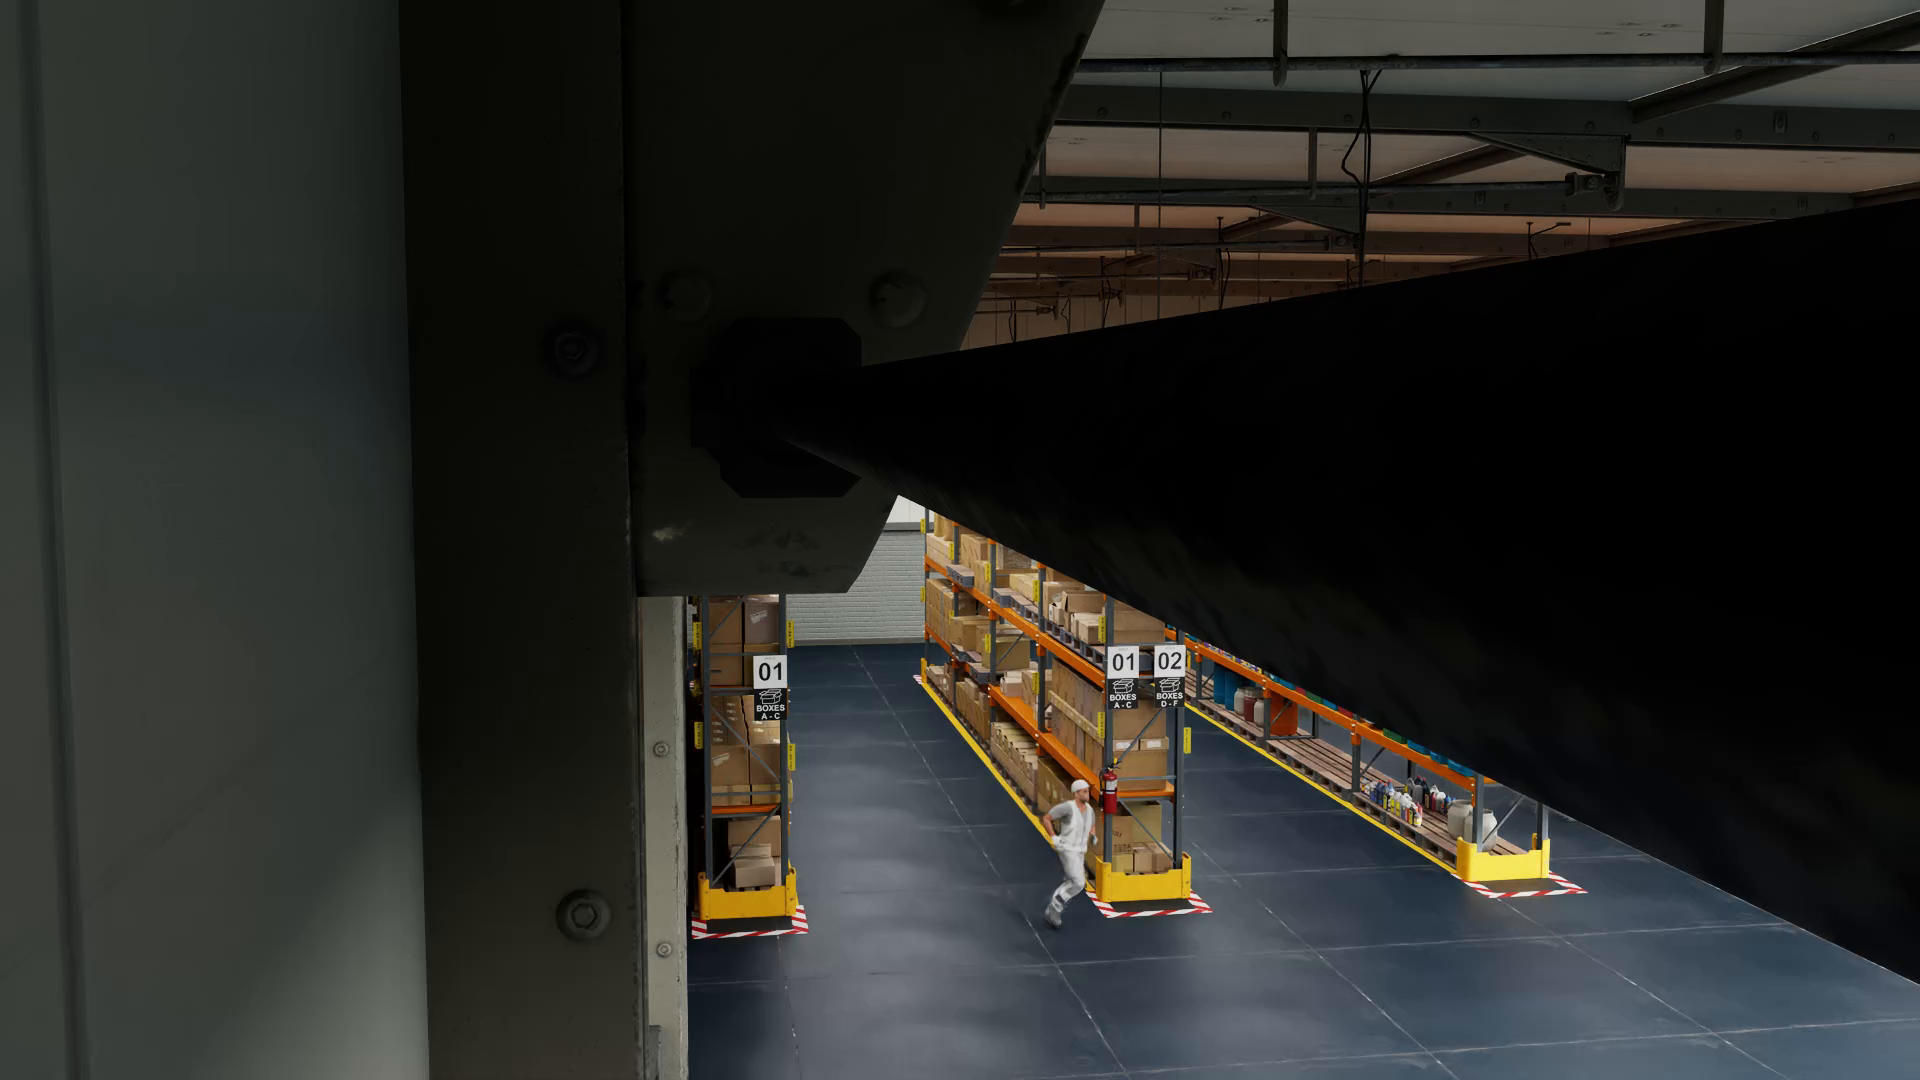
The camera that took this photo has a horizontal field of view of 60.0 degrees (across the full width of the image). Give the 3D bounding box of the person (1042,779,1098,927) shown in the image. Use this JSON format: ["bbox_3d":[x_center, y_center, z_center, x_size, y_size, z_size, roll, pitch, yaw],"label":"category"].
[{"bbox_3d":[1.364,3.712,19.806,0.626,1.728,0.688,4,7,42],"label":"person"}]

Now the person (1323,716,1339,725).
[{"bbox_3d":[7.201,2.674,31.946,0.691,1.742,0.843,-1,5,-14],"label":"person"}]
